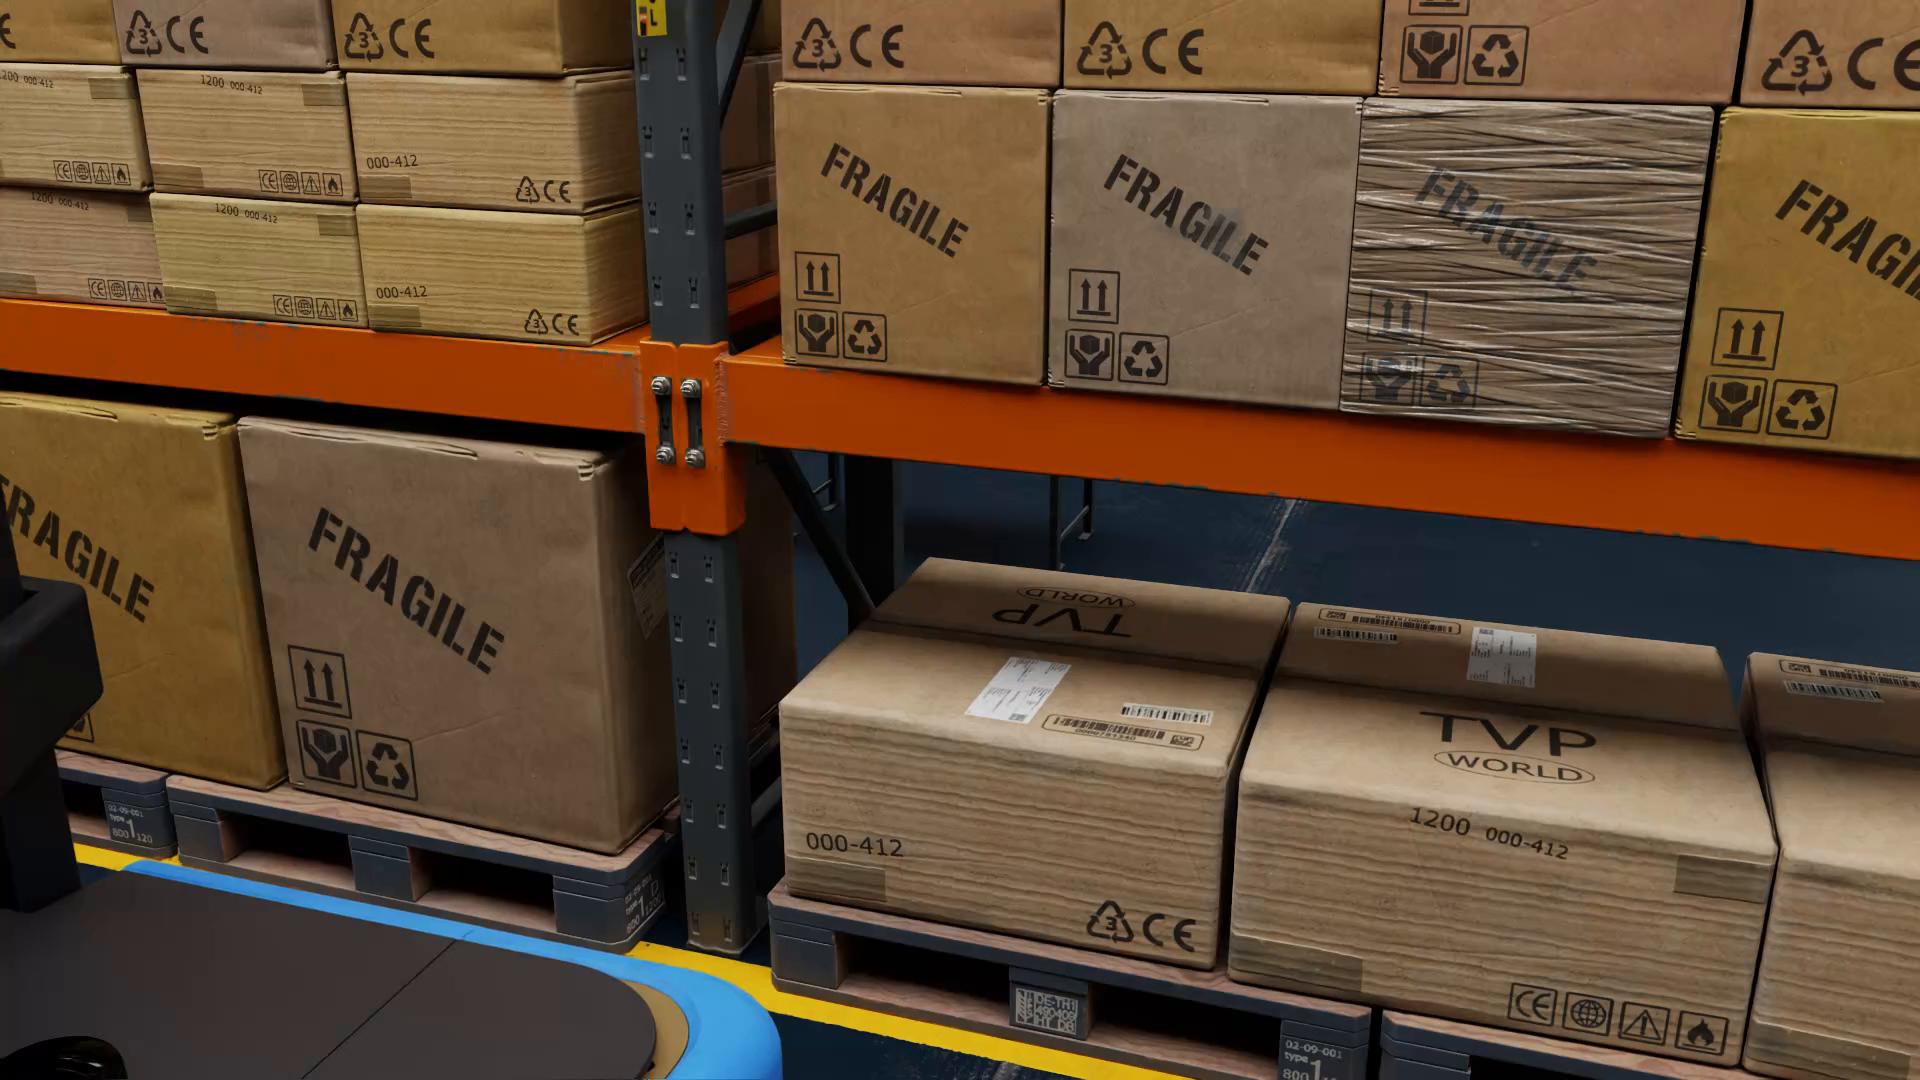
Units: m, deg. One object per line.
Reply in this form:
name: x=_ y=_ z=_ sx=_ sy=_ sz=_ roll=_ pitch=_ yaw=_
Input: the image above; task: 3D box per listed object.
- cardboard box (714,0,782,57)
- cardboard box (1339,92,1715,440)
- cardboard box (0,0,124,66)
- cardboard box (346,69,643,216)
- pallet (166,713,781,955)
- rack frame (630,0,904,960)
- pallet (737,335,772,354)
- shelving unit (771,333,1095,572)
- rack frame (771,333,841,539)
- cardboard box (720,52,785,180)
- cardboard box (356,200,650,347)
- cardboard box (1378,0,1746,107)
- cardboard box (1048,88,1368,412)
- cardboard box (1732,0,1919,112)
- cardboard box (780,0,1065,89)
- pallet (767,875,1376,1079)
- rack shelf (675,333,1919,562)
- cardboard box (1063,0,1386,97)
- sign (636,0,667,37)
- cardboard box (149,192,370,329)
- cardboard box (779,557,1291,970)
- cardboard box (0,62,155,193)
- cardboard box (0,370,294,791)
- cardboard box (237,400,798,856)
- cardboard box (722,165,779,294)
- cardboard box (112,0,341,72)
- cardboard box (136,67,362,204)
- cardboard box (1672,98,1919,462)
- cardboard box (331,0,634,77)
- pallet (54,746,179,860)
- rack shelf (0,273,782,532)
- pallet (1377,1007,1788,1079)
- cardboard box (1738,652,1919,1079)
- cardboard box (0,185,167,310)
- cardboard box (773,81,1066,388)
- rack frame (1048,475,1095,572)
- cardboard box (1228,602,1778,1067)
cardboard box: x=-0.683 y=-1.345 z=3.706 sx=0.500 sy=0.500 sz=0.500 roll=7 pitch=20 yaw=19
cardboard box: x=0.937 y=-0.492 z=2.779 sx=0.500 sy=0.500 sz=0.500 roll=7 pitch=20 yaw=18
cardboard box: x=-1.830 y=-1.292 z=3.556 sx=0.500 sy=0.500 sz=0.500 roll=7 pitch=20 yaw=20
cardboard box: x=-0.858 y=-0.826 z=3.356 sx=0.500 sy=0.250 sz=0.500 roll=7 pitch=20 yaw=18
pallet: x=-1.116 y=0.568 z=4.125 sx=1.213 sy=0.211 sz=1.003 roll=7 pitch=20 yaw=18
rack frame: x=-0.362 y=-0.688 z=3.494 sx=0.127 sy=3.000 sz=1.000 roll=7 pitch=20 yaw=18
pallet: x=-0.725 y=-1.137 z=9.016 sx=1.213 sy=0.211 sz=1.003 roll=7 pitch=20 yaw=18
shelving unit: x=-0.081 y=-0.717 z=5.856 sx=1.048 sy=1.500 sz=0.538 roll=7 pitch=20 yaw=18
rack frame: x=-0.561 y=-0.772 z=6.013 sx=0.032 sy=1.500 sz=0.500 roll=7 pitch=20 yaw=18
cardboard box: x=-0.685 y=-0.989 z=3.824 sx=0.500 sy=0.250 sz=0.500 roll=6 pitch=20 yaw=16
cardboard box: x=-0.868 y=-0.588 z=3.433 sx=0.500 sy=0.250 sz=0.500 roll=6 pitch=20 yaw=17
cardboard box: x=0.964 y=-0.966 z=2.619 sx=0.500 sy=0.500 sz=0.500 roll=7 pitch=20 yaw=19
cardboard box: x=0.469 y=-0.548 z=2.939 sx=0.500 sy=0.500 sz=0.500 roll=7 pitch=20 yaw=18
cardboard box: x=1.439 y=-0.910 z=2.460 sx=0.500 sy=0.500 sz=0.500 roll=6 pitch=20 yaw=18
cardboard box: x=0.008 y=-1.081 z=2.950 sx=0.500 sy=0.500 sz=0.500 roll=7 pitch=20 yaw=18
pallet: x=0.331 y=0.735 z=3.648 sx=1.213 sy=0.211 sz=1.003 roll=7 pitch=20 yaw=18
rack shelf: x=1.527 y=-0.133 z=2.993 sx=4.000 sy=0.370 sz=1.077 roll=7 pitch=20 yaw=18
cardboard box: x=0.483 y=-1.025 z=2.787 sx=0.500 sy=0.500 sz=0.500 roll=6 pitch=20 yaw=17
sign: x=-0.531 y=-1.028 z=2.830 sx=0.005 sy=0.325 sz=0.100 roll=7 pitch=20 yaw=18
cardboard box: x=-1.349 y=-0.643 z=3.592 sx=0.500 sy=0.250 sz=0.500 roll=6 pitch=20 yaw=17
cardboard box: x=0.196 y=0.424 z=3.556 sx=0.875 sy=0.438 sz=0.875 roll=6 pitch=20 yaw=17
cardboard box: x=-1.824 y=-0.932 z=3.660 sx=0.500 sy=0.250 sz=0.500 roll=7 pitch=20 yaw=19
cardboard box: x=-1.830 y=-0.021 z=4.169 sx=0.875 sy=0.875 sz=0.875 roll=7 pitch=20 yaw=20
cardboard box: x=-0.974 y=0.074 z=3.896 sx=0.875 sy=0.875 sz=0.875 roll=7 pitch=20 yaw=20
cardboard box: x=-0.691 y=-0.747 z=3.891 sx=0.500 sy=0.250 sz=0.500 roll=6 pitch=20 yaw=17
cardboard box: x=-1.358 y=-1.232 z=3.381 sx=0.500 sy=0.500 sz=0.500 roll=7 pitch=20 yaw=19
cardboard box: x=-1.333 y=-0.877 z=3.505 sx=0.500 sy=0.250 sz=0.500 roll=7 pitch=20 yaw=19
cardboard box: x=1.424 y=-0.437 z=2.620 sx=0.500 sy=0.500 sz=0.500 roll=7 pitch=20 yaw=20
cardboard box: x=-0.866 y=-1.178 z=3.228 sx=0.500 sy=0.500 sz=0.500 roll=7 pitch=20 yaw=20
pallet: x=-2.272 y=0.437 z=4.501 sx=1.213 sy=0.211 sz=1.003 roll=7 pitch=20 yaw=18
rack shelf: x=-2.251 y=-0.565 z=4.232 sx=4.000 sy=0.370 sz=1.077 roll=7 pitch=20 yaw=18
pallet: x=1.487 y=0.866 z=3.271 sx=1.213 sy=0.211 sz=1.003 roll=7 pitch=20 yaw=18
cardboard box: x=1.893 y=0.619 z=2.999 sx=0.875 sy=0.438 sz=0.875 roll=7 pitch=20 yaw=20
cardboard box: x=-1.820 y=-0.704 z=3.765 sx=0.500 sy=0.250 sz=0.500 roll=6 pitch=20 yaw=17
cardboard box: x=-0.005 y=-0.604 z=3.099 sx=0.500 sy=0.500 sz=0.500 roll=7 pitch=20 yaw=20
rack frame: x=0.400 y=-0.663 z=5.698 sx=0.032 sy=1.500 sz=0.500 roll=7 pitch=20 yaw=18
cardboard box: x=1.042 y=0.521 z=3.280 sx=0.875 sy=0.438 sz=0.875 roll=6 pitch=20 yaw=16
